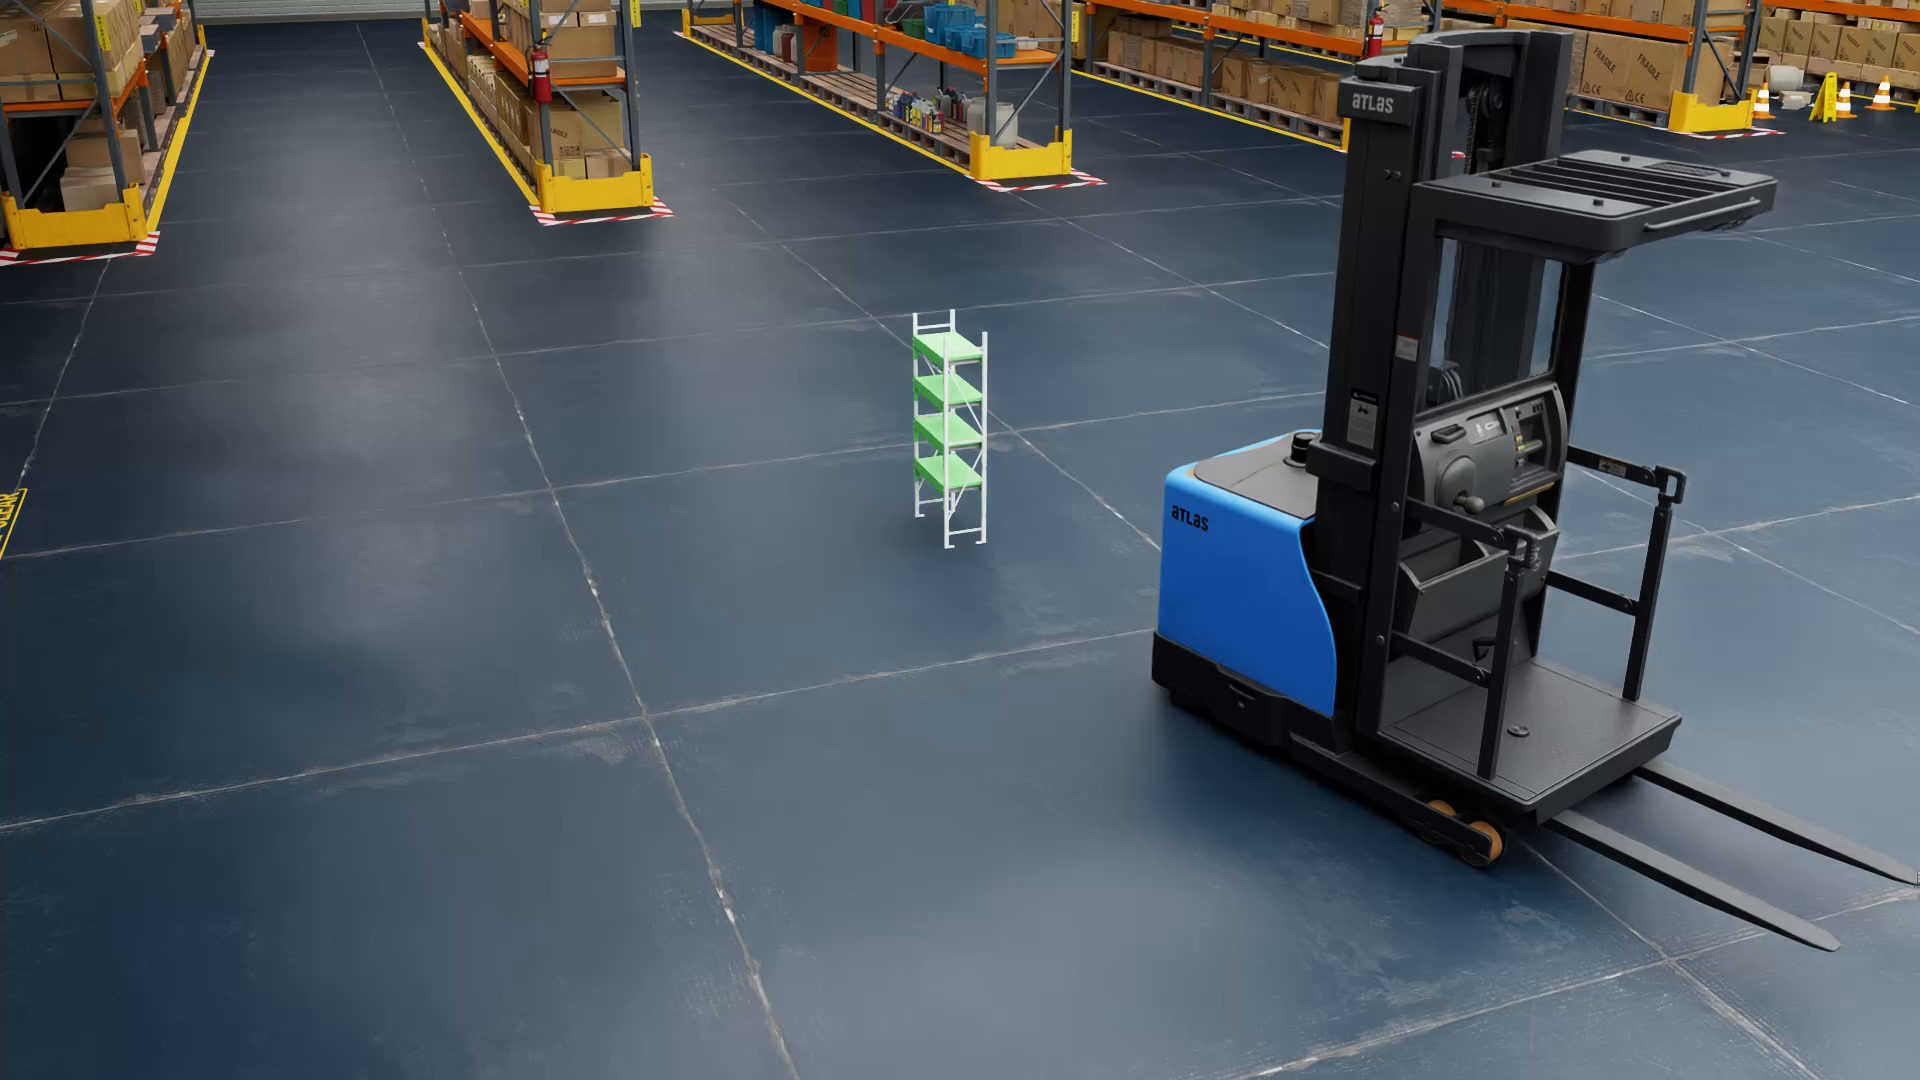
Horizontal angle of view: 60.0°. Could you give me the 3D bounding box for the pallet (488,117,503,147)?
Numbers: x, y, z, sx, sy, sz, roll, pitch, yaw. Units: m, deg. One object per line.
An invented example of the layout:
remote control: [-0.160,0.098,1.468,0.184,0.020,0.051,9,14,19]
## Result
pallet: [-5.570,-5.362,21.700,1.003,0.211,1.213,-8,24,-19]

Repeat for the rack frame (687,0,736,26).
rack frame: [-4.877,-11.423,32.490,1.000,3.000,0.127,-8,24,-19]

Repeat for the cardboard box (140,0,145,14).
cardboard box: [-10.921,-7.037,21.389,0.700,0.500,0.500,-11,25,-24]

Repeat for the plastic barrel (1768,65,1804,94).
plastic barrel: [12.534,-7.004,25.324,0.512,0.421,0.421,8,24,18]

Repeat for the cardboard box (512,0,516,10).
cardboard box: [-4.901,-6.138,18.986,0.380,0.149,0.250,-9,25,-21]

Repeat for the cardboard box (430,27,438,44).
cardboard box: [-9.233,-9.081,29.906,0.500,0.250,0.500,-8,24,-19]

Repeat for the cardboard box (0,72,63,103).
cardboard box: [-8.840,-4.334,15.837,0.500,0.250,0.500,-8,24,-18]

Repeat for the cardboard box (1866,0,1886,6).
cardboard box: [13.830,-8.095,24.917,0.380,0.149,0.250,-9,24,-20]

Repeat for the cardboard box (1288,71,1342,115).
cardboard box: [4.757,-6.002,22.307,0.500,0.500,0.500,-6,24,-14]

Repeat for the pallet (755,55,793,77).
pallet: [-2.796,-7.955,27.851,1.003,0.211,1.213,-8,24,-19]

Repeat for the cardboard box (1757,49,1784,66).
cardboard box: [13.222,-7.777,26.840,0.500,0.250,0.500,-10,25,-21]

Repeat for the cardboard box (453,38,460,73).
cardboard box: [-7.610,-7.574,26.011,0.500,0.500,0.500,-9,25,-21]

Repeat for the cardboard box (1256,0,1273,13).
cardboard box: [4.511,-7.399,22.432,0.875,0.500,0.500,-8,24,-19]

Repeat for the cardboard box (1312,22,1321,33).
cardboard box: [4.767,-6.613,21.401,0.380,0.149,0.250,-8,24,-19]

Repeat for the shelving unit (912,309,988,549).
shelving unit: [-0.058,-0.613,9.160,0.258,1.200,0.503,-8,24,-19]

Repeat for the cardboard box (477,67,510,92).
cardboard box: [-6.222,-6.230,22.447,0.500,0.311,0.500,-9,24,-20]

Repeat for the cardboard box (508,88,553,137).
cardboard box: [-4.871,-4.900,19.049,0.500,0.500,0.500,-8,24,-19]

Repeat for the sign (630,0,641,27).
sign: [-3.339,-5.441,17.080,0.100,0.325,0.005,-8,24,-19]

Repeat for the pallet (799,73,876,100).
pallet: [-1.814,-6.945,25.455,1.003,0.211,1.213,-8,24,-19]

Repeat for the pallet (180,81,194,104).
pallet: [-11.955,-6.611,24.664,1.003,0.211,1.213,-8,24,-19]

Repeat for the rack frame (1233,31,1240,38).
rack frame: [5.845,-11.293,32.182,1.000,3.000,0.127,-8,24,-19]

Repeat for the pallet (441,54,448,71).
pallet: [-8.341,-8.256,28.567,1.003,0.211,1.213,-8,24,-19]

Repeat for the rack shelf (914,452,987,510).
rack shelf: [-0.058,-0.333,9.278,0.258,0.148,0.480,-8,24,-19]

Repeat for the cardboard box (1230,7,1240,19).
cardboard box: [3.981,-7.328,23.097,0.380,0.149,0.250,-8,24,-19]

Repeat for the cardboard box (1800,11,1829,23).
cardboard box: [13.394,-8.182,25.998,0.380,0.149,0.250,-7,24,-17]

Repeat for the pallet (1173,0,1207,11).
pallet: [3.862,-7.952,24.501,1.003,0.211,1.213,-8,24,-19]

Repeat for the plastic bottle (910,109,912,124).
plastic bottle: [-0.596,-5.451,21.358,0.097,0.201,0.097,0,23,0]

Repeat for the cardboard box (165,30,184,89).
cardboard box: [-11.760,-6.964,24.138,0.750,0.750,0.750,-8,24,-19]

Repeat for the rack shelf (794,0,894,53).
rack shelf: [-1.345,-7.458,24.009,1.077,0.370,4.000,-8,24,-19]

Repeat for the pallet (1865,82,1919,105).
pallet: [14.399,-6.691,24.854,1.003,0.211,1.213,-8,24,-19]

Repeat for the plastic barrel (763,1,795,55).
plastic barrel: [-3.038,-8.739,28.283,0.600,0.901,0.708,-8,24,-19]

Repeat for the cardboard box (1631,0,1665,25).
cardboard box: [9.696,-7.327,22.580,0.875,0.550,0.550,-8,24,-19]

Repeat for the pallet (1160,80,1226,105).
pallet: [3.719,-6.740,24.970,1.003,0.211,1.213,-8,24,-19]

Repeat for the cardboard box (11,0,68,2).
cardboard box: [-9.586,-5.420,17.448,0.500,0.500,0.500,-8,24,-18]

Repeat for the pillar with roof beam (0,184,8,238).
pillar with roof beam: [-5.522,-7.741,16.030,9.100,9.000,0.400,-8,24,-19]

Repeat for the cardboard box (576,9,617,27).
cardboard box: [-3.797,-5.448,17.351,0.380,0.149,0.250,-9,24,-19]

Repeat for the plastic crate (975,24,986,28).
plastic crate: [0.173,-6.386,20.879,0.530,0.136,0.437,-8,24,-19]

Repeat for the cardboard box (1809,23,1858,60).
cardboard box: [13.604,-7.741,25.789,0.500,0.500,0.500,-7,24,-16]

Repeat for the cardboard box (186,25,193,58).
cardboard box: [-13.254,-8.308,27.776,0.700,0.500,0.500,-8,24,-18]

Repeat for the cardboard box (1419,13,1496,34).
cardboard box: [8.031,-8.107,26.979,1.050,0.750,0.750,-8,24,-19]

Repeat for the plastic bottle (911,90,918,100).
plastic bottle: [-0.606,-5.715,21.790,0.144,0.351,0.185,-8,24,-19]

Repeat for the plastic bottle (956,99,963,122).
plastic bottle: [-0.005,-5.558,21.506,0.061,0.283,0.133,-8,24,-19]

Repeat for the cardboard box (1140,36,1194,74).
cardboard box: [3.253,-7.601,26.074,0.700,0.500,0.500,-6,24,-15]

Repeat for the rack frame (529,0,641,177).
rack frame: [-3.860,-4.931,17.088,1.000,3.000,0.127,-8,24,-19]

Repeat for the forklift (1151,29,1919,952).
forklift: [2.185,-0.332,6.264,1.130,2.935,3.031,-17,28,-35]

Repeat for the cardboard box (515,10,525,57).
cardboard box: [-4.745,-5.897,19.250,0.700,0.500,0.500,-8,24,-18]

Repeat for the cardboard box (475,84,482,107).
cardboard box: [-6.408,-6.163,23.011,0.500,0.250,0.500,-9,24,-20]

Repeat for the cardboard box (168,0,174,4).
cardboard box: [-12.039,-8.143,25.006,0.380,0.149,0.250,-8,24,-19]

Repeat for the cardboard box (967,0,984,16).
cardboard box: [0.693,-10.442,32.356,0.875,0.875,0.875,-8,24,-19]

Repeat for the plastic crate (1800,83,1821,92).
plastic crate: [13.054,-7.074,25.930,0.402,0.080,0.583,-18,29,-37]

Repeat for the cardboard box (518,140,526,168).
cardboard box: [-4.692,-4.373,18.764,0.500,0.250,0.500,-8,24,-19]

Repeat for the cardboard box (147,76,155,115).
cardboard box: [-10.943,-5.750,21.683,0.700,0.500,0.500,-8,24,-19]

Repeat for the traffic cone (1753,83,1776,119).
traffic cone: [11.225,-6.152,23.250,0.336,0.463,0.334,-8,24,-19]

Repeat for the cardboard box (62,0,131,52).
cardboard box: [-8.916,-5.306,17.179,0.500,0.500,0.500,-8,24,-17]

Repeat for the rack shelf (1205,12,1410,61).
rack shelf: [4.702,-6.684,22.173,1.077,0.370,4.000,-8,24,-19]

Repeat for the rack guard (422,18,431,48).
rack guard: [-9.486,-9.565,31.301,1.175,0.500,0.348,-8,24,-19]
